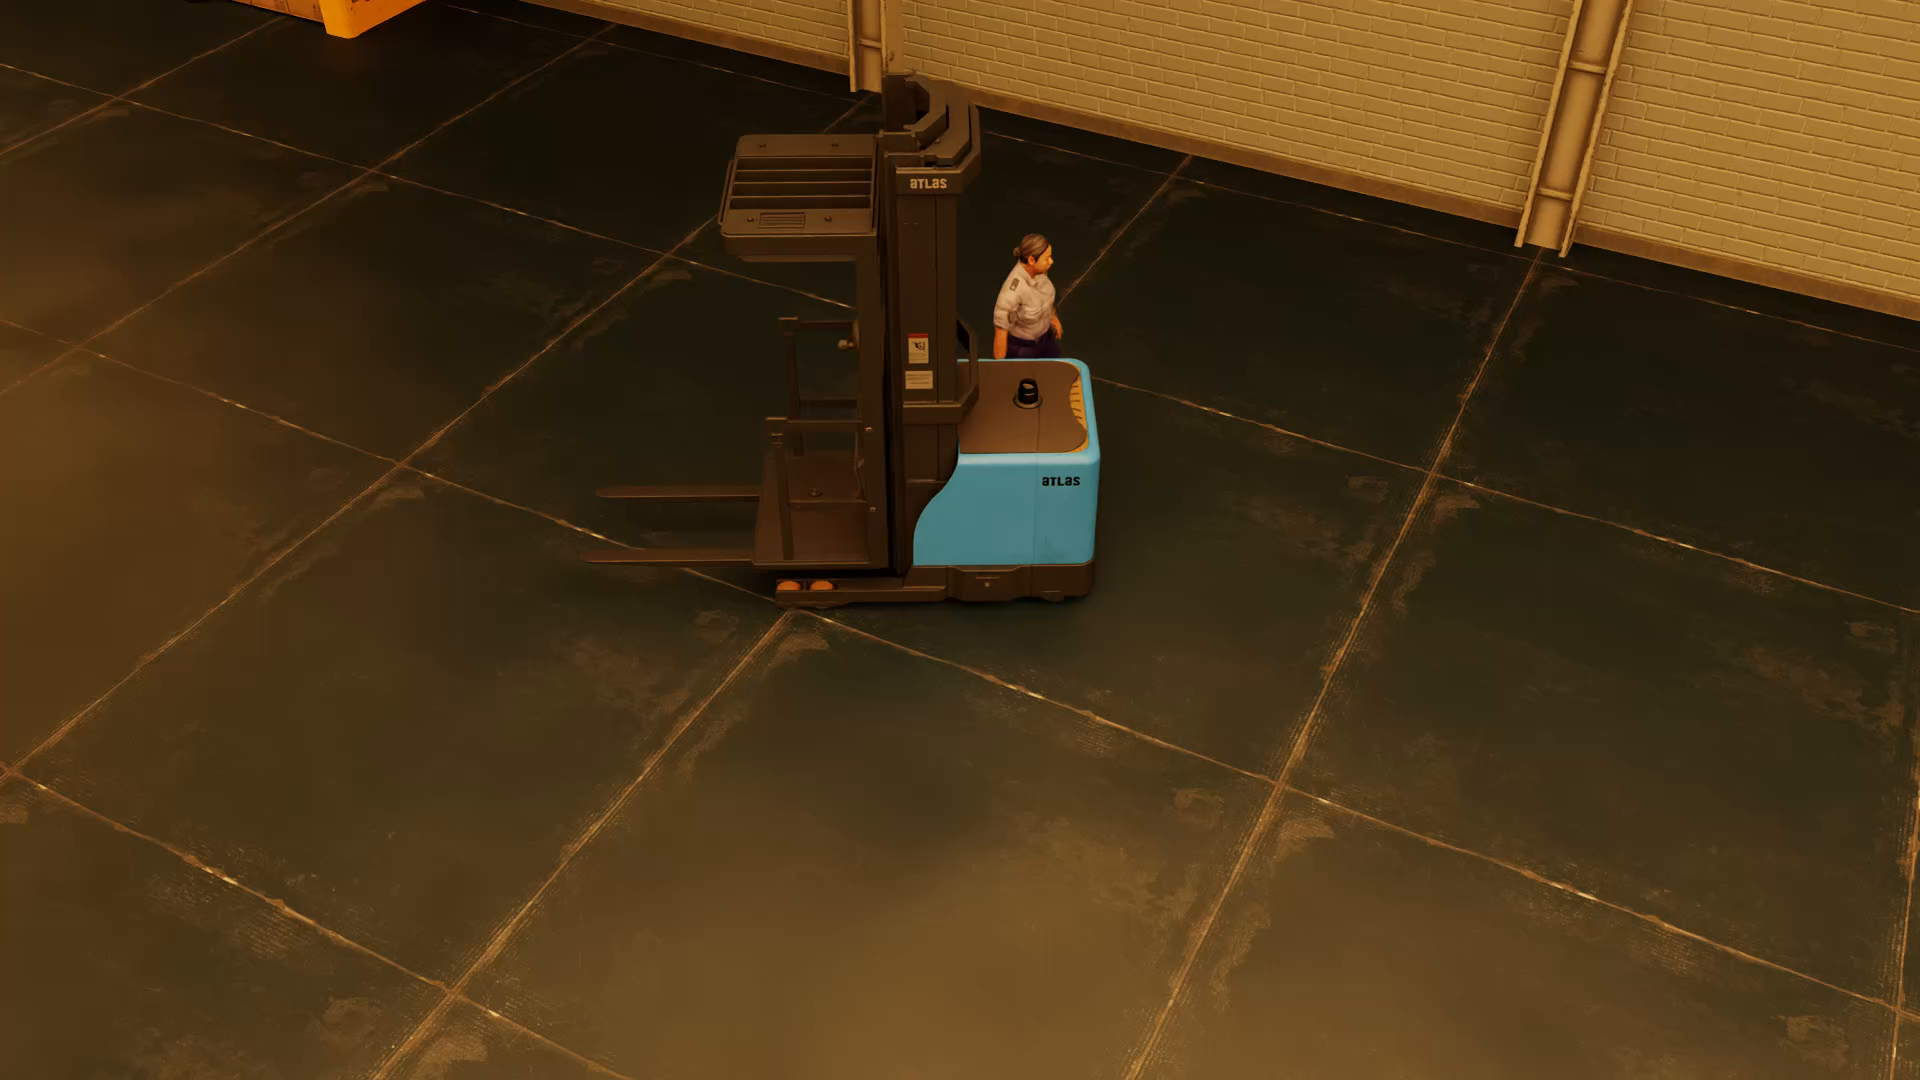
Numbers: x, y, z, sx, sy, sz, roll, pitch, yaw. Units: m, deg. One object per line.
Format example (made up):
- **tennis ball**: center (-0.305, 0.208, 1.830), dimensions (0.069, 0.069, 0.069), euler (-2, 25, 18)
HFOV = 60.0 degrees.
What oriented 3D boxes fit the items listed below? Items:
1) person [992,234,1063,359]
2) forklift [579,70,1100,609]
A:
- **person**: center (0.427, -1.218, 10.462), dimensions (0.368, 1.610, 0.715), euler (21, 45, 23)
- **forklift**: center (-0.729, -1.061, 9.246), dimensions (3.031, 2.935, 1.130), euler (-1, 40, -1)
